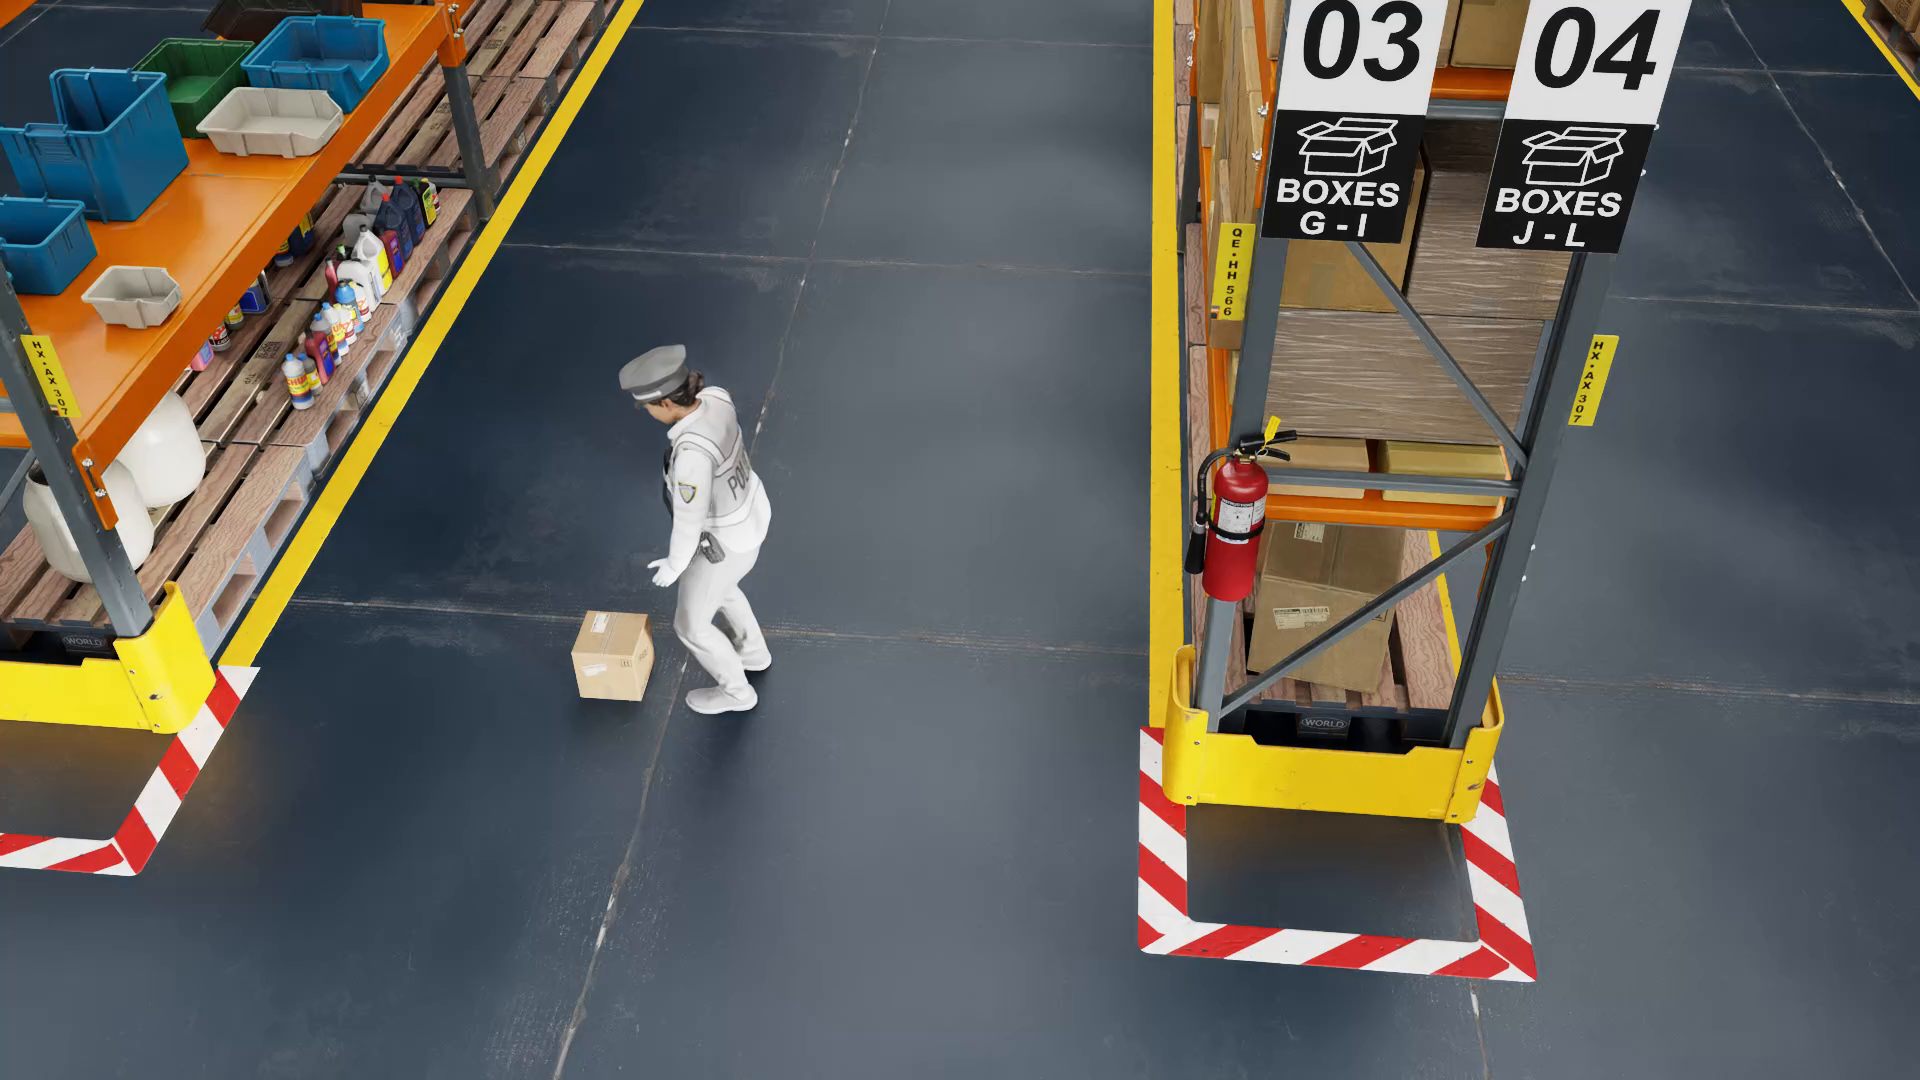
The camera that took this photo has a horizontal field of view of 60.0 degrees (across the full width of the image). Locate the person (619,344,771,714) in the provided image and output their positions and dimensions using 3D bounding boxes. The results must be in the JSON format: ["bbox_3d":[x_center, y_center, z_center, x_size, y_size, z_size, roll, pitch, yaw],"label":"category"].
[{"bbox_3d":[-0.947,-0.010,6.216,0.465,1.616,0.504,4,40,5],"label":"person"}]
